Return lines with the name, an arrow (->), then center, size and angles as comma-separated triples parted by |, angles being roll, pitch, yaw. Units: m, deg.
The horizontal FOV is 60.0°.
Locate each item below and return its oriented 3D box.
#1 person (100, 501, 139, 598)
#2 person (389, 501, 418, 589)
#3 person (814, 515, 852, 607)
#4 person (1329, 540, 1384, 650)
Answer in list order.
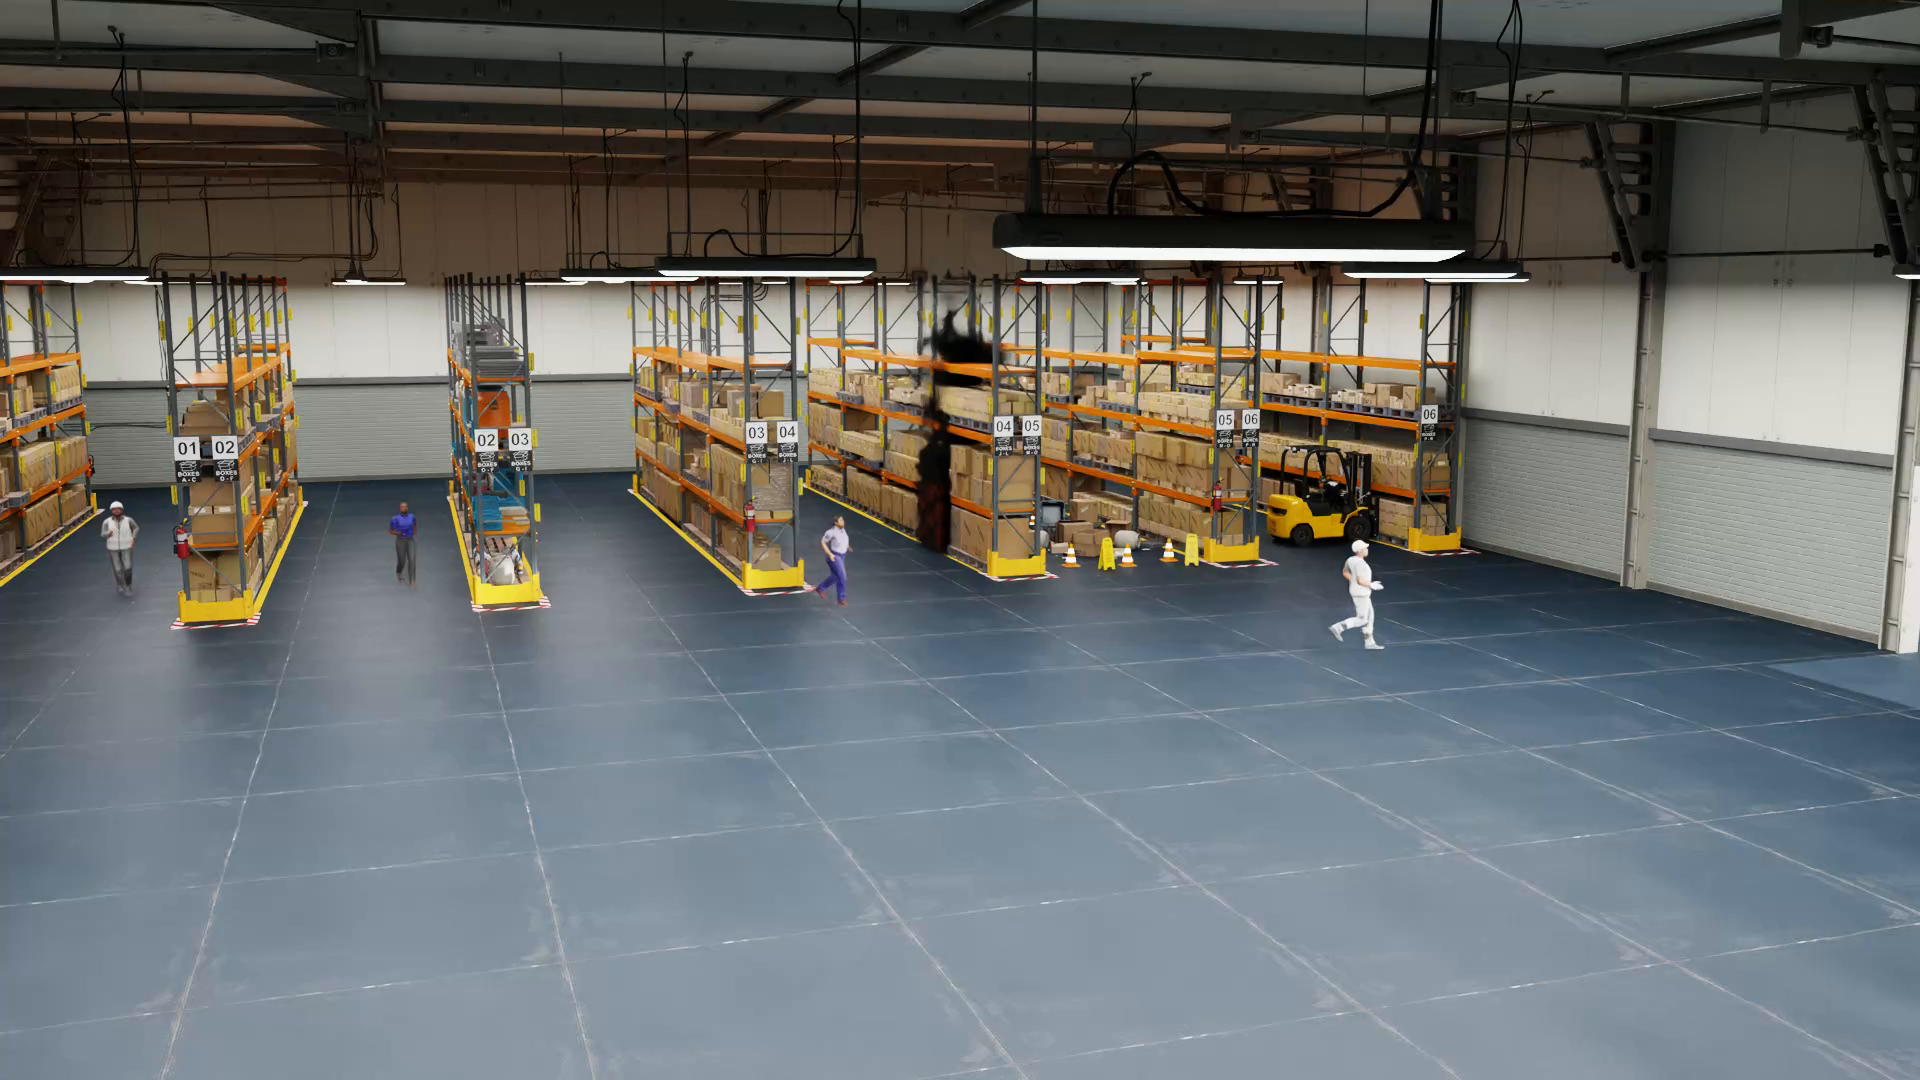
person -> -15.663, 0.186, 31.028 | 0.637, 1.814, 0.710 | -3, 9, -22
person -> -10.685, 0.079, 32.024 | 0.581, 1.658, 0.920 | -5, 10, -32
person -> -2.296, 0.371, 30.284 | 0.789, 1.688, 0.606 | 4, 9, 24
person -> 6.320, 0.879, 26.413 | 0.888, 1.769, 0.655 | 0, 9, 3
